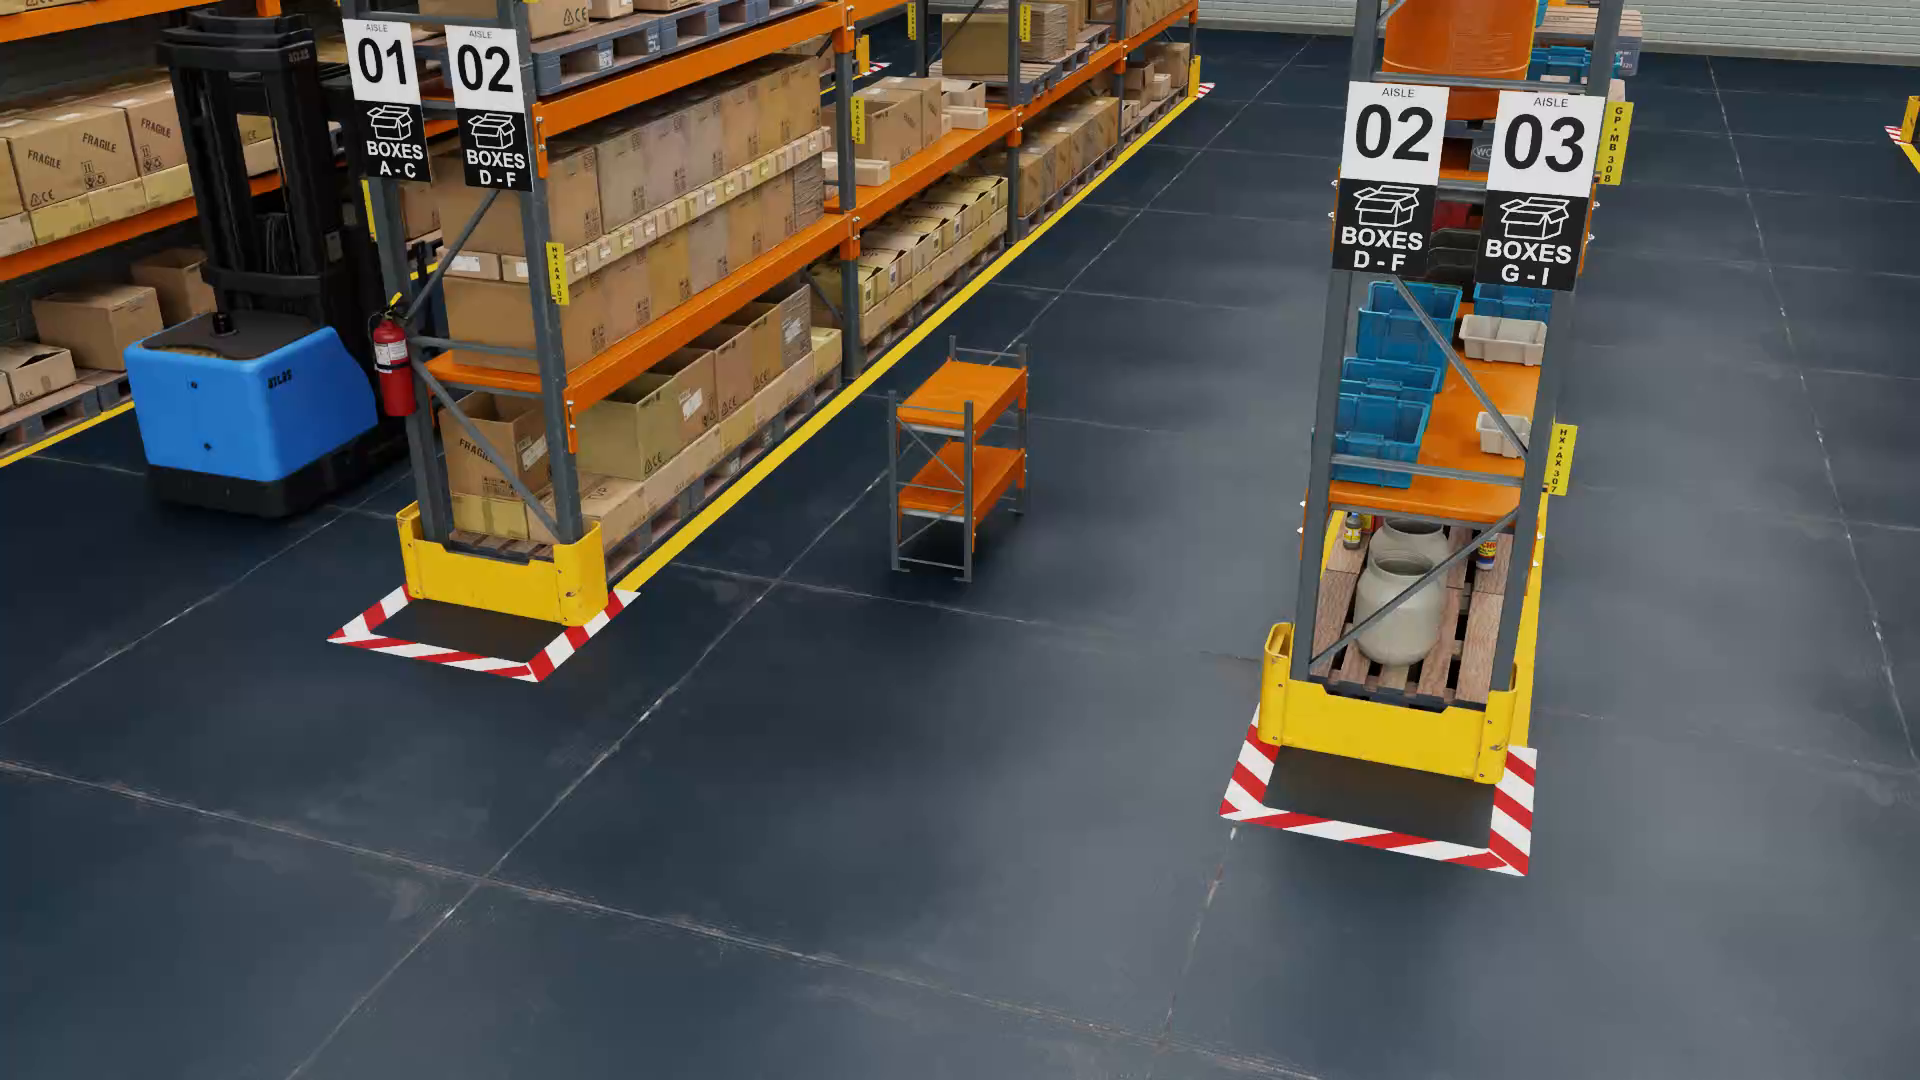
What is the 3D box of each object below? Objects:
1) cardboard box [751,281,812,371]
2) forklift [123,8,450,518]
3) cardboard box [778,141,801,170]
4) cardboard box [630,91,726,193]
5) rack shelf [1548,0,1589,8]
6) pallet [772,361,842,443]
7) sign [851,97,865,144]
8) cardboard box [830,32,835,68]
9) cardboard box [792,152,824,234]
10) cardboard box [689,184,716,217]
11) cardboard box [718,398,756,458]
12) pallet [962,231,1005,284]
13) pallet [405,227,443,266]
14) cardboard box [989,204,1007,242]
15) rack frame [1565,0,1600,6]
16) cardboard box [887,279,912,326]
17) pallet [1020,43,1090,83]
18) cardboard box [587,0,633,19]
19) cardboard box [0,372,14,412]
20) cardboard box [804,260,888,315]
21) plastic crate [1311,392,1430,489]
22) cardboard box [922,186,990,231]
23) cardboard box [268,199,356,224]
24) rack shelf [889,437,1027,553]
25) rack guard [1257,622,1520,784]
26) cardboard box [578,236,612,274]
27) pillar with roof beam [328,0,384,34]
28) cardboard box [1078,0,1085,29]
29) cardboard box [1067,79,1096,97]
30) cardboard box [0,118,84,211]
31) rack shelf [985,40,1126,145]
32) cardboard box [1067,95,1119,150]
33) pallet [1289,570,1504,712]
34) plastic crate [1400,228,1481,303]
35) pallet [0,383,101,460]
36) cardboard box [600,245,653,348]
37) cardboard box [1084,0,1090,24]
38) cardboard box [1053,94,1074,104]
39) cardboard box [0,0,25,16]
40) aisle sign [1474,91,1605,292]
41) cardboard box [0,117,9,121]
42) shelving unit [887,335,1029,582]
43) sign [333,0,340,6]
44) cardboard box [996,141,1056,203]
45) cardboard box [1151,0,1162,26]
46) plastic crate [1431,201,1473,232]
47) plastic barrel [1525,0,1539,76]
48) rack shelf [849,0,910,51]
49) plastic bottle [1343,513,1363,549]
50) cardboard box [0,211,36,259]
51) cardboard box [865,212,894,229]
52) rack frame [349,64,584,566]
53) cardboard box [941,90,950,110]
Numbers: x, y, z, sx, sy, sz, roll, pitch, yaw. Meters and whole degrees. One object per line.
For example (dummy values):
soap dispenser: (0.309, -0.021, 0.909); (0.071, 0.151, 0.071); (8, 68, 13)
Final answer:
cardboard box: (-1.383, -1.532, 11.784); (0.500, 0.500, 0.500); (9, 27, 17)
forklift: (-4.238, -2.079, 11.180); (1.130, 2.935, 3.031); (8, 27, 17)
cardboard box: (-1.315, -2.654, 11.429); (0.380, 0.149, 0.250); (8, 27, 16)
cardboard box: (-1.900, -2.496, 10.359); (0.700, 0.500, 0.500); (9, 27, 17)
rack shelf: (4.078, -3.797, 12.034); (1.077, 0.370, 4.000); (9, 27, 17)
pallet: (-1.562, -1.093, 12.265); (1.003, 0.211, 1.213); (9, 27, 17)
sign: (-0.734, -3.014, 11.949); (0.100, 0.325, 0.005); (9, 27, 17)
cardboard box: (-2.076, -7.079, 23.815); (0.700, 0.500, 0.500); (9, 27, 17)
cardboard box: (-1.399, -2.530, 11.920); (0.700, 0.500, 0.500); (8, 27, 16)
cardboard box: (-1.743, -2.123, 10.335); (0.380, 0.149, 0.250); (9, 27, 18)
cardboard box: (-1.700, -0.781, 11.094); (0.500, 0.250, 0.500); (9, 27, 17)
pallet: (-0.237, -2.725, 15.636); (1.003, 0.211, 1.213); (9, 27, 17)
pallet: (-5.268, -2.954, 16.108); (1.003, 0.211, 1.213); (9, 27, 17)
cardboard box: (0.128, -3.012, 15.703); (0.500, 0.250, 0.500); (9, 27, 19)
rack frame: (3.412, -4.649, 9.526); (1.000, 3.000, 0.127); (9, 27, 17)
cardboard box: (-0.718, -1.960, 13.529); (0.500, 0.250, 0.500); (9, 27, 19)
pallet: (0.716, -5.026, 17.409); (1.003, 0.211, 1.213); (9, 27, 17)
cardboard box: (-2.031, -2.972, 9.150); (0.380, 0.149, 0.250); (9, 27, 17)
cardboard box: (-6.946, -1.001, 11.456); (0.500, 0.311, 0.500); (6, 26, 12)
cardboard box: (-0.885, -2.006, 12.981); (0.500, 0.311, 0.500); (9, 27, 18)
plastic crate: (1.966, -0.487, 7.985); (0.499, 0.251, 0.616); (9, 27, 17)
cardboard box: (-0.035, -3.051, 15.139); (0.500, 0.311, 0.500); (8, 27, 17)
cardboard box: (-5.701, -2.763, 14.879); (0.700, 0.500, 0.500); (10, 27, 19)
rack shelf: (0.002, -0.289, 10.117); (0.538, 0.278, 1.000); (9, 27, 17)
rack guard: (2.062, 0.782, 8.061); (1.175, 0.500, 0.348); (9, 27, 17)
cardboard box: (-2.170, -1.601, 9.255); (0.380, 0.149, 0.250); (8, 27, 16)
pillar with roof beam: (-1.788, -6.696, 13.754); (9.100, 9.000, 0.400); (9, 27, 17)
cardboard box: (1.036, -6.028, 18.662); (0.700, 0.500, 0.500); (0, 26, 0)
cardboard box: (1.327, -5.305, 20.127); (0.500, 0.500, 0.500); (9, 27, 17)
cardboard box: (-6.467, -2.586, 11.439); (0.500, 0.500, 0.500); (8, 27, 16)
rack shelf: (0.739, -4.811, 17.569); (1.077, 0.370, 4.000); (9, 27, 17)
cardboard box: (1.511, -4.785, 19.054); (0.500, 0.500, 0.500); (9, 27, 17)
pallet: (2.338, 0.579, 8.812); (1.003, 0.211, 1.213); (9, 27, 17)
plastic crate: (3.118, -1.724, 10.440); (0.767, 0.338, 0.504); (9, 27, 17)
pallet: (-6.932, -0.847, 11.756); (1.003, 0.211, 1.213); (9, 27, 17)
cardboard box: (-2.251, -1.476, 9.743); (0.700, 0.500, 0.500); (9, 27, 19)
cardboard box: (1.329, -6.244, 19.589); (0.500, 0.500, 0.500); (9, 27, 18)
cardboard box: (1.014, -4.866, 19.221); (0.500, 0.500, 0.500); (8, 27, 15)
cardboard box: (-6.533, -3.677, 10.822); (0.500, 0.500, 0.500); (10, 28, 20)
aisle sign: (2.333, -1.403, 6.723); (0.394, 0.787, 0.004); (9, 27, 17)
cardboard box: (-6.960, -2.664, 11.598); (0.500, 0.500, 0.500); (8, 27, 16)
shelving unit: (0.002, -0.509, 10.011); (0.538, 1.125, 1.048); (9, 27, 17)
sign: (-3.096, -2.822, 8.270); (0.100, 0.325, 0.005); (9, 27, 17)
cardboard box: (0.663, -3.747, 16.911); (0.500, 0.500, 0.500); (8, 27, 16)
cardboard box: (2.167, -6.587, 20.299); (0.500, 0.500, 0.500); (9, 27, 17)
plastic crate: (3.285, -2.221, 11.322); (0.402, 0.464, 0.583); (9, 27, 17)
plastic barrel: (2.341, -2.416, 7.658); (0.600, 0.588, 0.600); (0, 26, 0)
rack shelf: (-0.592, -4.517, 13.520); (1.077, 0.370, 4.000); (9, 27, 17)
plastic bottle: (2.279, -0.062, 9.642); (0.097, 0.201, 0.097); (0, 26, 0)
cardboard box: (-6.640, -2.053, 11.198); (0.500, 0.250, 0.500); (8, 27, 16)
cardboard box: (-0.887, -2.706, 14.427); (0.500, 0.311, 0.500); (8, 27, 17)
rack frame: (-2.589, -1.025, 8.925); (1.000, 3.000, 0.127); (9, 27, 17)
cardboard box: (-0.407, -3.933, 15.033); (0.500, 0.311, 0.500); (8, 27, 17)
